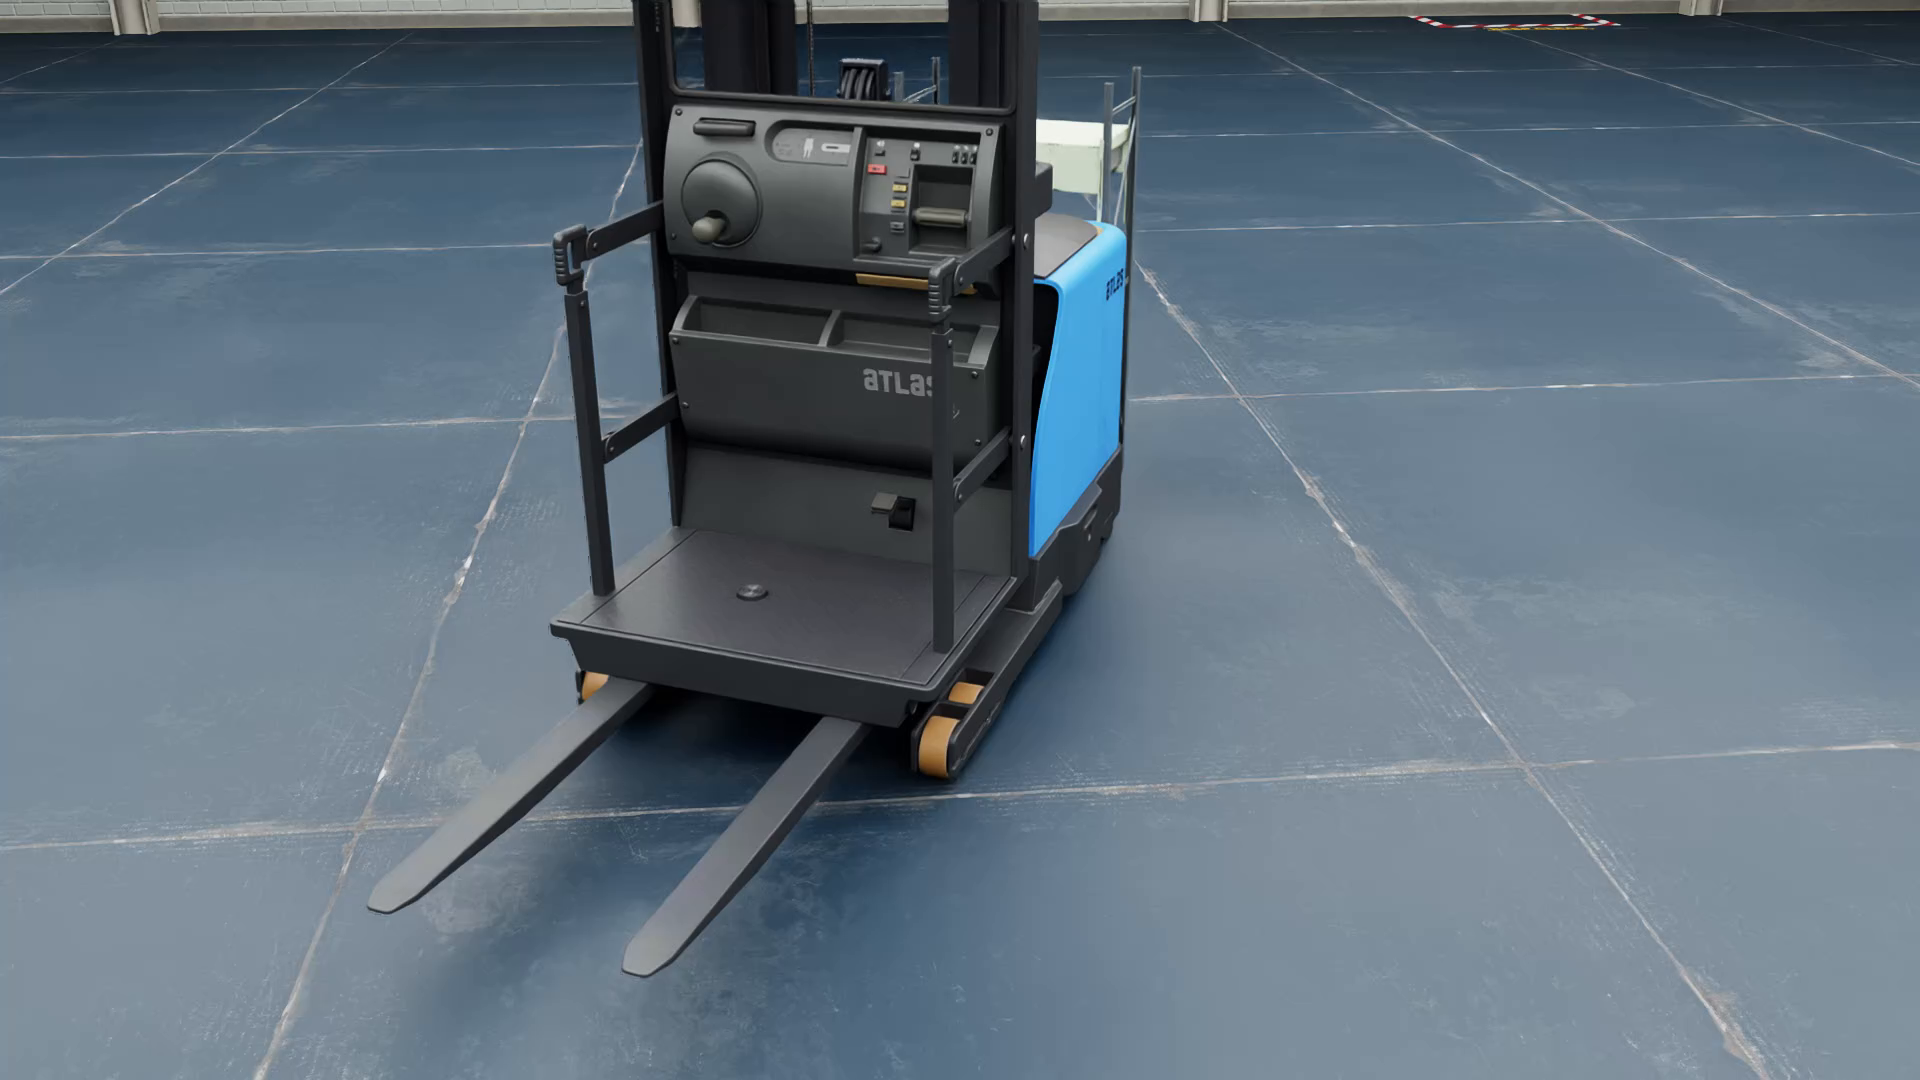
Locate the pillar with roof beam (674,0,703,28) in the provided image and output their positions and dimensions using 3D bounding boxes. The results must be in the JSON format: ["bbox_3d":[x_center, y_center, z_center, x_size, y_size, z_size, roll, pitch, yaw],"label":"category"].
[{"bbox_3d":[-2.659,-8.197,13.112,0.400,9.000,9.100,-2,24,-5],"label":"pillar with roof beam"}]

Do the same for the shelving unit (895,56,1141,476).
[{"bbox_3d":[0.201,-0.917,5.967,0.755,1.500,0.431,8,25,18],"label":"shelving unit"}]

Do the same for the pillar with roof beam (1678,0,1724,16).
[{"bbox_3d":[9.283,-8.676,14.190,0.400,9.000,9.100,-2,24,-5],"label":"pillar with roof beam"}]

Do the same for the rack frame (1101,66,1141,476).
[{"bbox_3d":[0.545,-0.867,5.854,0.023,1.500,0.400,8,25,18],"label":"rack frame"}]

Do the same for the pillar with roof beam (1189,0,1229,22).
[{"bbox_3d":[3.312,-8.436,13.651,0.400,9.000,9.100,-2,24,-5],"label":"pillar with roof beam"}]

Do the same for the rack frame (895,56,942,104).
[{"bbox_3d":[-0.144,-0.968,6.080,0.023,1.500,0.400,8,25,18],"label":"rack frame"}]

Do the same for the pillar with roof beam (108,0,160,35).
[{"bbox_3d":[-8.630,-7.957,12.573,0.400,9.000,9.100,-2,24,-5],"label":"pillar with roof beam"}]

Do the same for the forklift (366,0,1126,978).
[{"bbox_3d":[-0.418,-0.902,4.170,1.130,2.935,3.031,8,25,18],"label":"forklift"}]

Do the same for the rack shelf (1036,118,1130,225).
[{"bbox_3d":[0.201,-1.274,5.809,0.720,0.370,0.431,8,25,18],"label":"rack shelf"}]
